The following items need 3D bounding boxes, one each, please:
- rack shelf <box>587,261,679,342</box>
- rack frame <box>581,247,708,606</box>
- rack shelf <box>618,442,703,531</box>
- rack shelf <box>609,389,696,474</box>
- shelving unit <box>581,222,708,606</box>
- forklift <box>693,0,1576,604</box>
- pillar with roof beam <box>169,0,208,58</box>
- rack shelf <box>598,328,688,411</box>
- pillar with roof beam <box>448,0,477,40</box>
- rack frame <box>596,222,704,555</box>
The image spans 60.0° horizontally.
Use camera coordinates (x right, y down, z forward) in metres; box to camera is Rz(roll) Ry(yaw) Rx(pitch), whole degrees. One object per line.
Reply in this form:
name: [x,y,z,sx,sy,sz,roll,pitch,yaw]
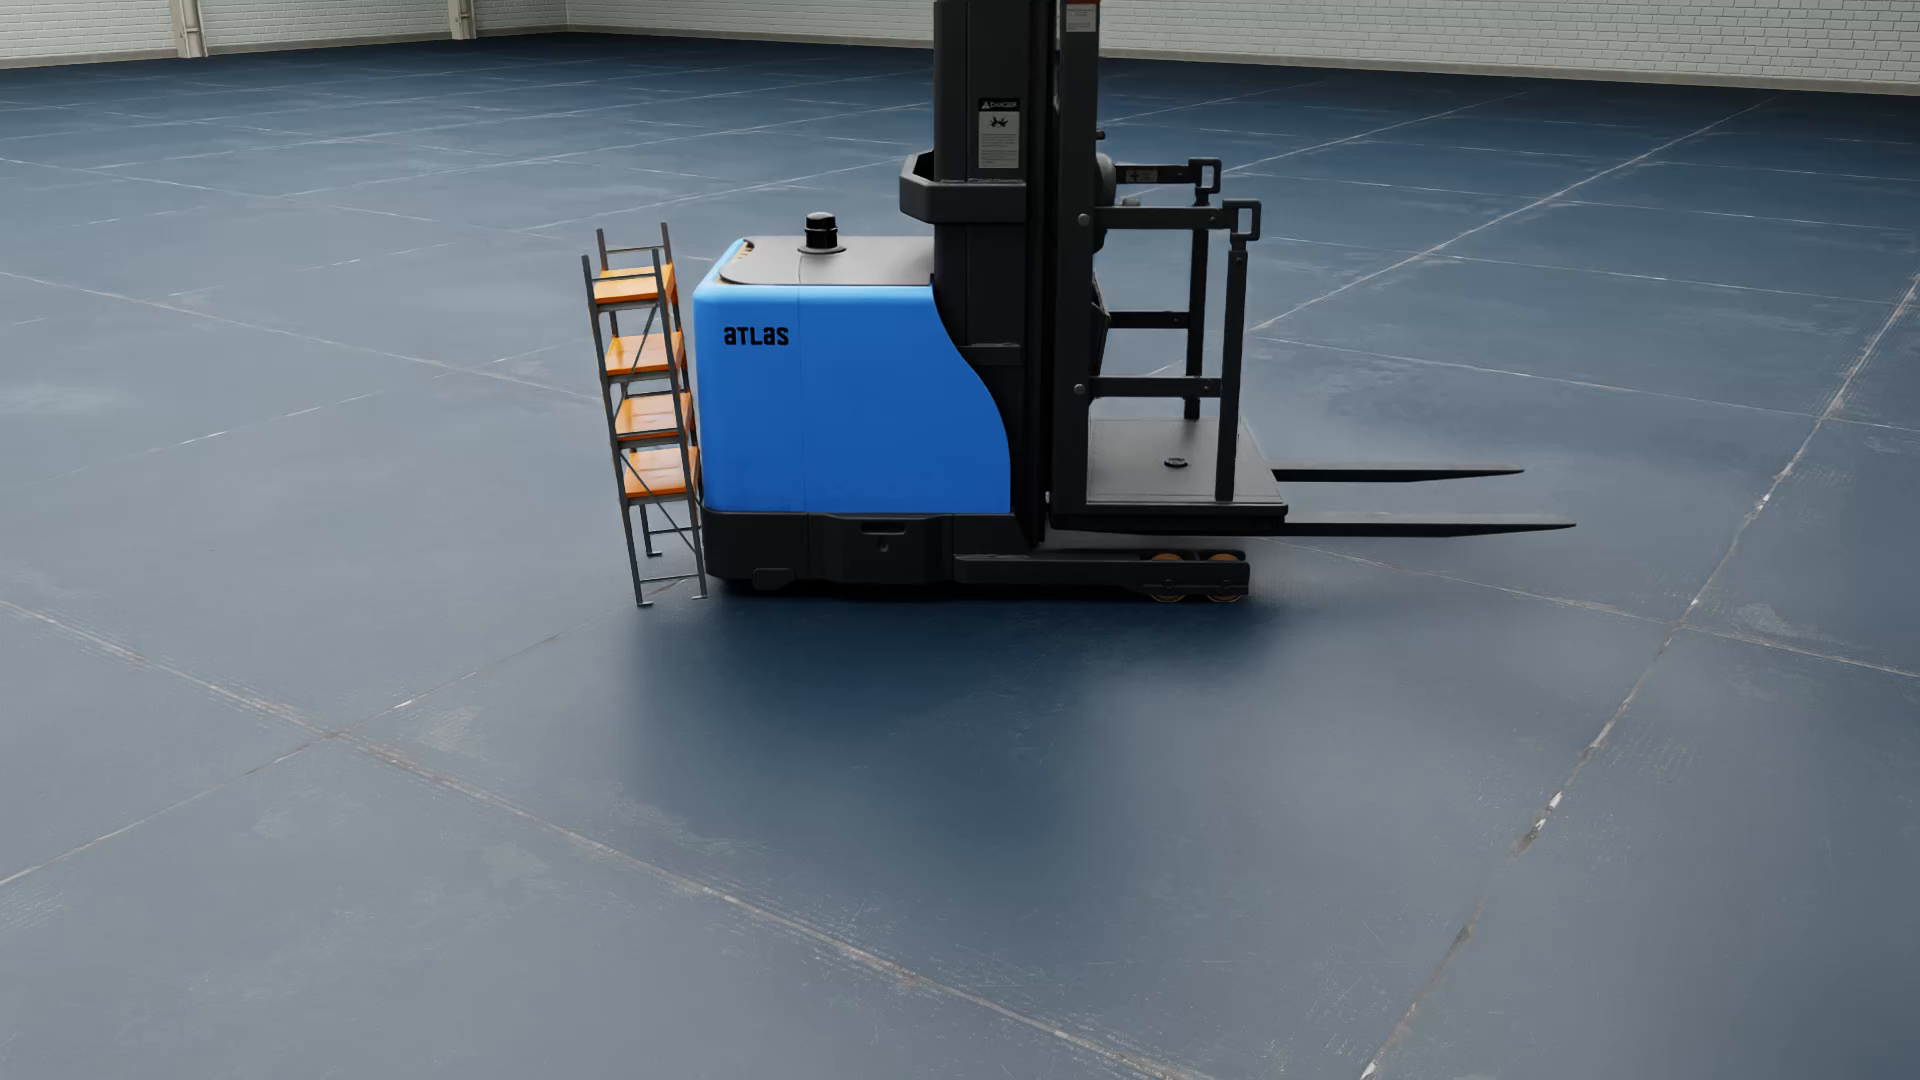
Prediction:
rack shelf: [-1.083,-0.801,5.544,0.258,0.148,0.480,-6,21,-4]
rack frame: [-1.026,-0.350,5.455,0.240,1.200,0.015,-6,21,-4]
rack shelf: [-1.032,-0.186,5.777,0.258,0.148,0.480,-6,21,-4]
rack shelf: [-1.047,-0.372,5.706,0.258,0.148,0.480,-6,21,-4]
shelving unit: [-1.052,-0.434,5.683,0.258,1.200,0.503,-6,21,-4]
forklift: [0.633,-1.345,5.676,3.031,2.935,1.130,0,20,1]
pillar with roof beam: [-9.912,-11.867,25.375,9.100,9.000,0.400,13,24,32]
rack shelf: [-1.065,-0.580,5.627,0.258,0.148,0.480,-6,21,-4]
pillar with roof beam: [-6.539,-13.588,30.029,9.100,9.000,0.400,13,24,32]
rack frame: [-1.079,-0.518,5.910,0.240,1.200,0.015,-6,21,-4]
